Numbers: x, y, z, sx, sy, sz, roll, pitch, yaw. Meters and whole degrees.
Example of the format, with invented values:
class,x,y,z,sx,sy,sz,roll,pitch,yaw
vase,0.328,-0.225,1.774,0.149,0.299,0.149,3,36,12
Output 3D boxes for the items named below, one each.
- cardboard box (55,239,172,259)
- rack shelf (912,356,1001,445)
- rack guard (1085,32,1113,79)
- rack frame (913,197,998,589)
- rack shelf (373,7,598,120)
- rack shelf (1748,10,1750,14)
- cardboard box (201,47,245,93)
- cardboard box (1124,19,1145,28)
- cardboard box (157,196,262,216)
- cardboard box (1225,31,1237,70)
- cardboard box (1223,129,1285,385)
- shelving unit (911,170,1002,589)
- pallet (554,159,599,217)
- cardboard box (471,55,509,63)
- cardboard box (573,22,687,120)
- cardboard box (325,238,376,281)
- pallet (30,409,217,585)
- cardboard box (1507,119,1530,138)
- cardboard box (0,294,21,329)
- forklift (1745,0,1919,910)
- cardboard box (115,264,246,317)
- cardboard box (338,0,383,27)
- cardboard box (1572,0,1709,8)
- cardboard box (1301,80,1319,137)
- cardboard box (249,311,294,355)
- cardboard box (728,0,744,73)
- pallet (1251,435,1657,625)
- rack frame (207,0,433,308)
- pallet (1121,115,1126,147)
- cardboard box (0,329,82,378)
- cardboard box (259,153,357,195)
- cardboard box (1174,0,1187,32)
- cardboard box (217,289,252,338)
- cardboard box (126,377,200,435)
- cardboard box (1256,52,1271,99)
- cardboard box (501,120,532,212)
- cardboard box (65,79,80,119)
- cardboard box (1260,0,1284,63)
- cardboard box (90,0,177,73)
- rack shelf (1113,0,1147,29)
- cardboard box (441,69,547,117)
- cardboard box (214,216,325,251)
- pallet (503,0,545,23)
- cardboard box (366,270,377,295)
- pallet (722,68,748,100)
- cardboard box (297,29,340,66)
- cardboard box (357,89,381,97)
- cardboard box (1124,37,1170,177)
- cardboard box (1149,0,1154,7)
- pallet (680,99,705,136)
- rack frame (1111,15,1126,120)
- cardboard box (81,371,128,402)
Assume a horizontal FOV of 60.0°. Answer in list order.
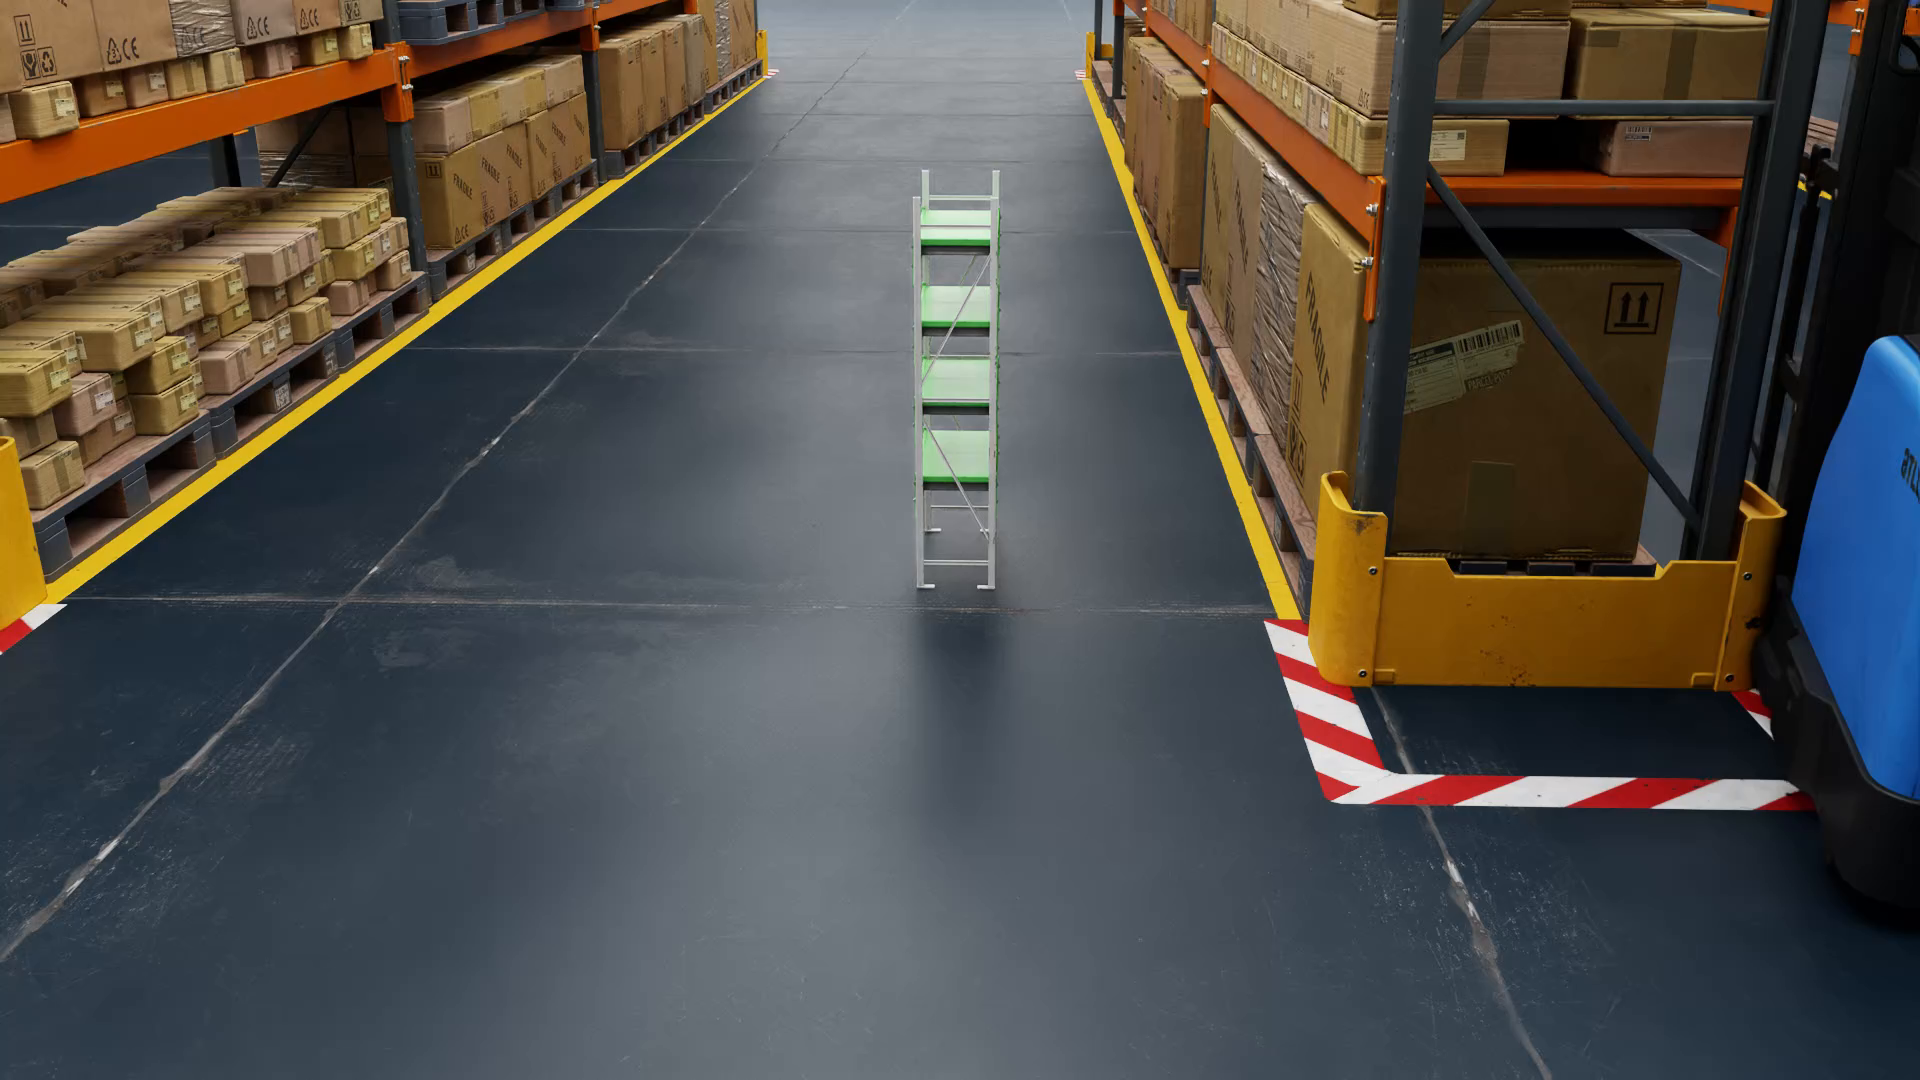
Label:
class,x,y,z,sx,sy,sz,roll,pitch,yaw
cardboard box,-3.497,-1.149,6.882,0.380,0.149,0.250,0,21,-1
rack shelf,-0.005,-0.440,5.181,0.258,0.148,0.480,1,21,2
rack guard,2.064,-5.658,19.420,1.175,0.500,0.348,1,21,2
rack frame,-0.012,-0.411,4.930,0.240,1.200,0.015,1,21,2
rack shelf,-3.192,-2.991,10.086,1.077,0.370,4.000,1,21,2
rack shelf,6.956,-5.738,17.165,1.077,0.370,4.000,1,21,2
cardboard box,-3.003,-1.814,6.405,0.380,0.149,0.250,1,21,3
cardboard box,2.047,-5.439,18.276,0.500,0.500,0.500,6,22,16
cardboard box,-3.538,-1.526,7.854,0.380,0.149,0.250,2,21,4
cardboard box,1.345,-2.102,7.146,0.380,0.149,0.250,1,21,3
cardboard box,1.574,-1.154,6.714,0.875,0.875,0.875,1,21,2
shelving unit,-0.005,-0.500,5.158,0.258,1.200,0.503,1,21,2
pallet,-3.157,-2.467,11.595,1.003,0.211,1.213,1,21,2
cardboard box,-3.394,-3.183,11.424,0.500,0.250,0.500,0,21,-1
cardboard box,-2.972,-4.069,14.398,1.050,0.750,0.750,1,21,2
cardboard box,-2.931,-1.296,7.672,0.380,0.149,0.250,0,21,0
pallet,-3.312,-0.178,5.696,1.003,0.211,1.213,1,21,2
cardboard box,1.941,-1.353,5.217,0.380,0.149,0.250,0,21,1
cardboard box,-3.595,-0.774,5.914,0.380,0.149,0.250,0,21,-1
forklift,2.755,-1.031,4.134,1.130,2.935,3.031,6,22,15
cardboard box,-2.999,-0.963,6.402,0.380,0.149,0.250,1,21,2
cardboard box,-2.985,-2.611,7.561,0.500,0.500,0.500,1,21,2
cardboard box,1.880,-1.836,4.873,0.500,0.500,0.500,0,21,0
cardboard box,1.285,-1.357,5.226,0.380,0.149,0.250,1,21,3
cardboard box,-3.031,-0.857,6.951,0.380,0.149,0.250,1,21,3
cardboard box,-2.867,-5.583,18.129,0.875,0.875,0.875,0,21,1
pallet,1.526,-0.056,5.381,1.003,0.211,1.213,1,21,2
rack frame,-3.253,-2.603,8.092,1.000,3.000,0.127,1,21,2
pallet,1.888,-3.381,13.951,1.003,0.211,1.213,1,21,2
cardboard box,-3.131,-0.588,5.435,0.380,0.149,0.250,1,21,3
cardboard box,-3.482,-1.904,9.165,0.500,0.500,0.500,0,21,1
cardboard box,1.474,-3.099,9.230,0.500,0.500,0.500,0,21,1
cardboard box,-3.104,-0.922,6.707,0.380,0.149,0.250,2,21,4
cardboard box,-2.995,-0.486,5.996,0.380,0.149,0.250,1,21,2
cardboard box,1.314,-1.728,6.184,0.380,0.149,0.250,0,21,0
cardboard box,-2.949,-2.279,10.131,0.500,0.500,0.500,1,21,3
cardboard box,-3.138,-1.438,5.435,0.380,0.149,0.250,2,21,4
cardboard box,1.372,-1.869,5.994,0.500,0.250,0.500,1,21,2
cardboard box,-3.067,-1.872,5.659,0.500,0.500,0.500,1,21,2
rack shelf,1.884,-4.346,13.578,1.077,0.370,4.000,1,21,2
cardboard box,-2.926,-2.813,10.471,0.500,0.250,0.500,1,21,3
cardboard box,-3.058,-1.340,7.374,0.380,0.149,0.250,1,21,3
pallet,-3.151,-3.244,10.008,1.003,0.211,1.213,1,21,2
cardboard box,-3.016,-1.231,7.917,0.380,0.149,0.250,1,21,3
pallet,-2.874,-4.912,17.897,1.003,0.211,1.213,1,21,2
cardboard box,-2.994,-2.190,7.374,0.380,0.149,0.250,1,21,4
cardboard box,-3.454,-2.441,9.512,0.500,0.250,0.500,2,21,4
cardboard box,1.781,-2.914,11.250,1.225,0.875,0.875,0,21,-1
cardboard box,1.537,-3.832,11.121,0.500,0.500,0.500,1,21,3
pallet,-2.958,-3.916,15.330,1.003,0.211,1.213,1,21,2
rack frame,1.945,-5.405,15.312,1.000,3.000,0.127,1,21,2
cardboard box,-3.118,-0.537,5.715,0.380,0.149,0.250,1,21,2
